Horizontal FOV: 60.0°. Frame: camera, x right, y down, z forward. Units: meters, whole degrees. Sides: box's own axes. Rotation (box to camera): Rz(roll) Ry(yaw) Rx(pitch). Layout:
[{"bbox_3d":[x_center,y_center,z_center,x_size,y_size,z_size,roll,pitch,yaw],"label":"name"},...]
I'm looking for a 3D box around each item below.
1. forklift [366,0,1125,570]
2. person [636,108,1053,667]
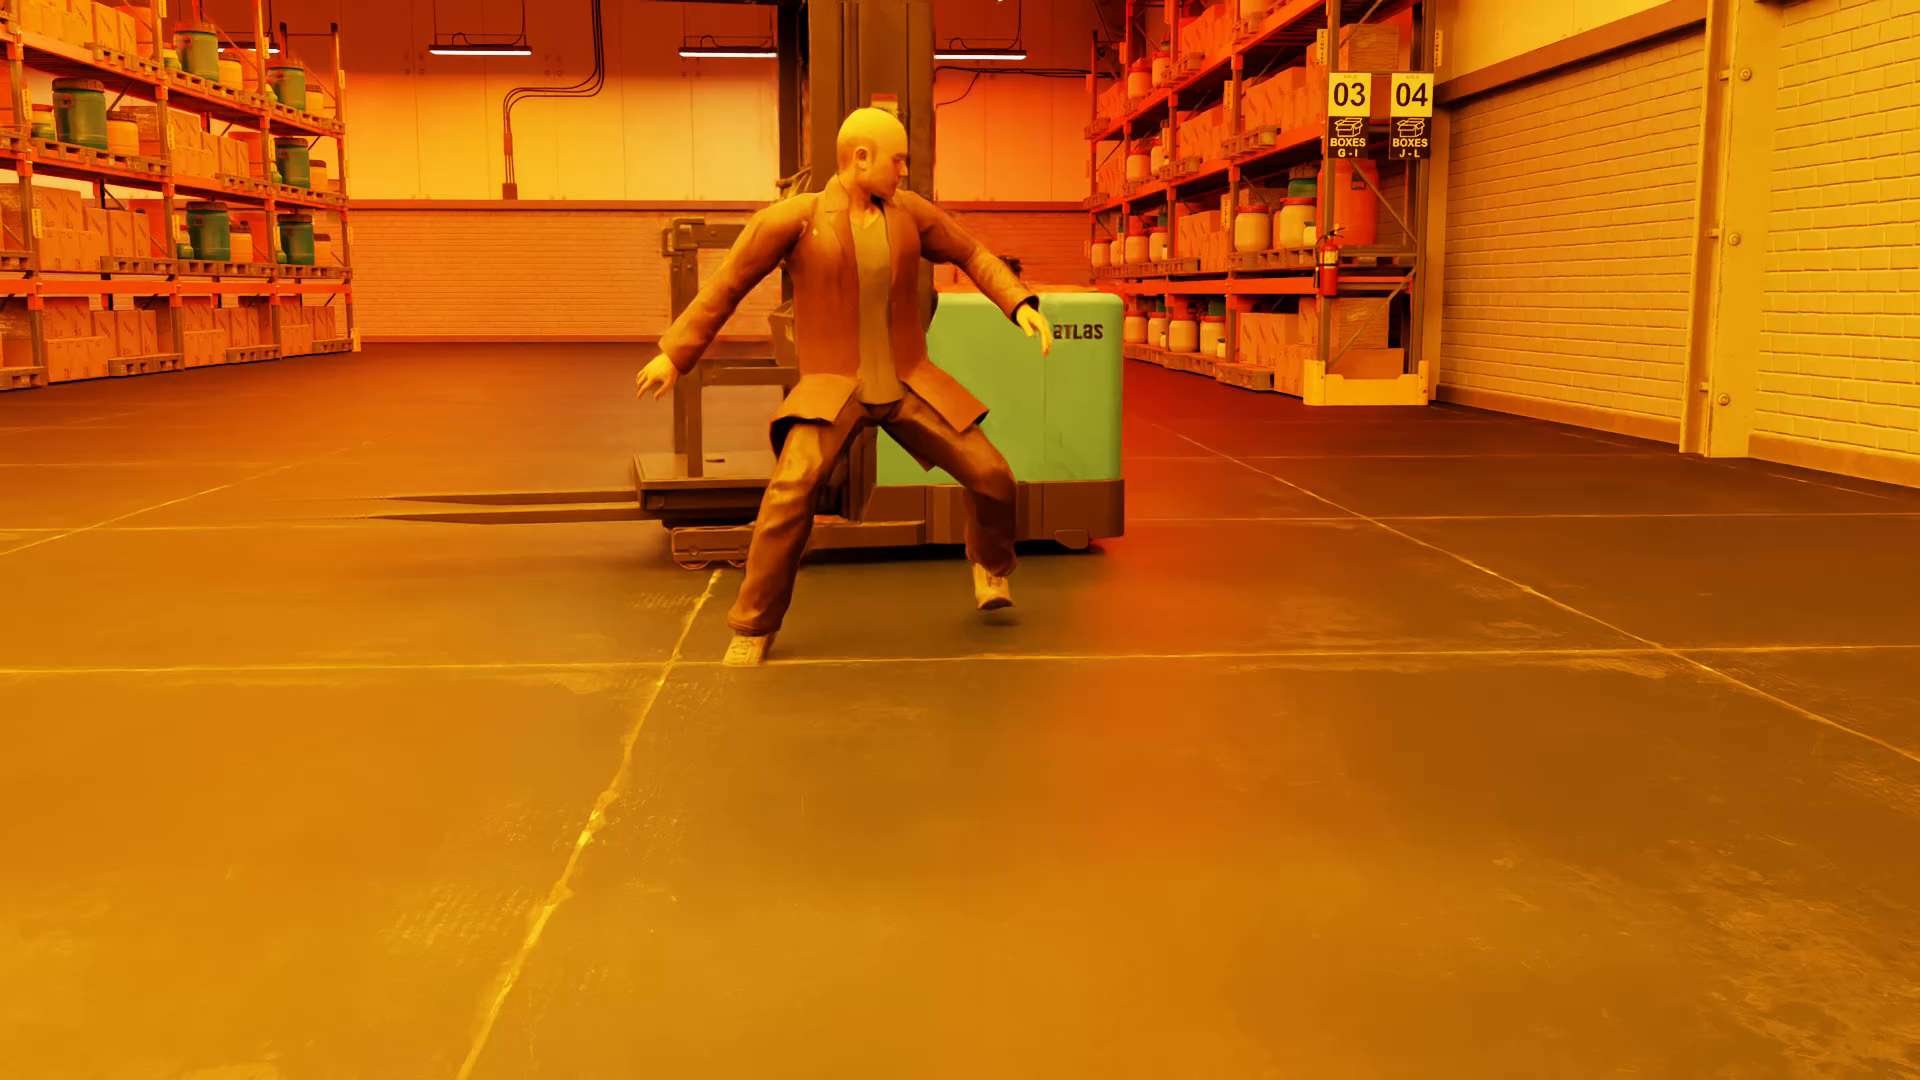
[{"bbox_3d":[-0.884,-1.417,6.874,3.031,2.935,1.130,-2,9,-12],"label":"forklift"},{"bbox_3d":[-0.347,-0.437,5.078,1.218,1.703,0.606,-3,9,-20],"label":"person"}]
